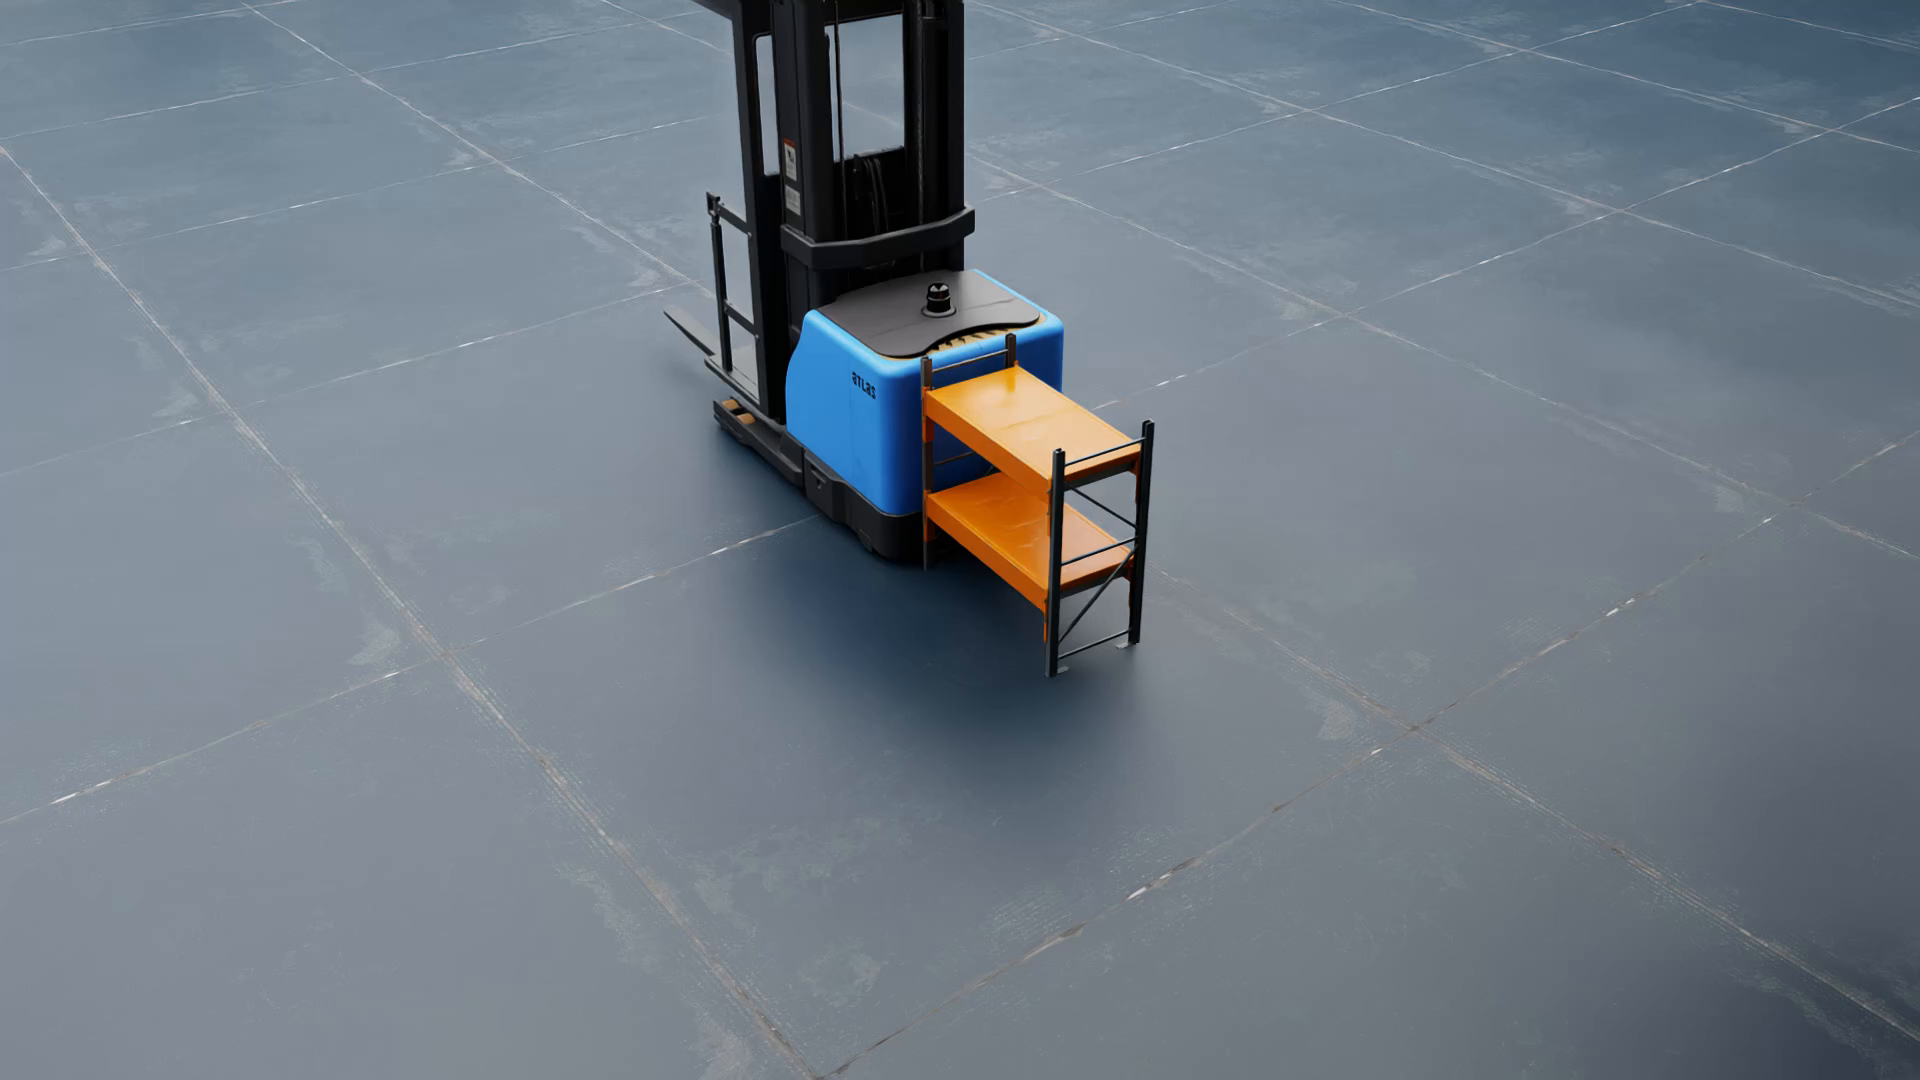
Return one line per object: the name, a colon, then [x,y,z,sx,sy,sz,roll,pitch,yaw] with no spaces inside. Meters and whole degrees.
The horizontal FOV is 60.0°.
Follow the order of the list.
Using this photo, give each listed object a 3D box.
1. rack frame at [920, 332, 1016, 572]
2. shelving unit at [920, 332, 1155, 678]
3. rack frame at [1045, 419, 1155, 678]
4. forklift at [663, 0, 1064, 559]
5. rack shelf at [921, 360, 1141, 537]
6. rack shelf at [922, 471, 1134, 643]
rack frame: [0.041,-0.401,7.829,0.500,1.125,0.032,-19,36,-27]
shelving unit: [0.317,-0.176,7.466,0.538,1.125,1.048,-19,36,-27]
rack frame: [0.592,0.050,7.103,0.500,1.125,0.032,-19,36,-27]
forklift: [-0.707,-1.892,8.518,1.130,2.935,3.031,-19,36,-27]
rack shelf: [0.317,-0.424,7.312,0.538,0.278,1.000,-19,36,-27]
rack shelf: [0.317,0.032,7.595,0.538,0.278,1.000,-19,36,-27]
